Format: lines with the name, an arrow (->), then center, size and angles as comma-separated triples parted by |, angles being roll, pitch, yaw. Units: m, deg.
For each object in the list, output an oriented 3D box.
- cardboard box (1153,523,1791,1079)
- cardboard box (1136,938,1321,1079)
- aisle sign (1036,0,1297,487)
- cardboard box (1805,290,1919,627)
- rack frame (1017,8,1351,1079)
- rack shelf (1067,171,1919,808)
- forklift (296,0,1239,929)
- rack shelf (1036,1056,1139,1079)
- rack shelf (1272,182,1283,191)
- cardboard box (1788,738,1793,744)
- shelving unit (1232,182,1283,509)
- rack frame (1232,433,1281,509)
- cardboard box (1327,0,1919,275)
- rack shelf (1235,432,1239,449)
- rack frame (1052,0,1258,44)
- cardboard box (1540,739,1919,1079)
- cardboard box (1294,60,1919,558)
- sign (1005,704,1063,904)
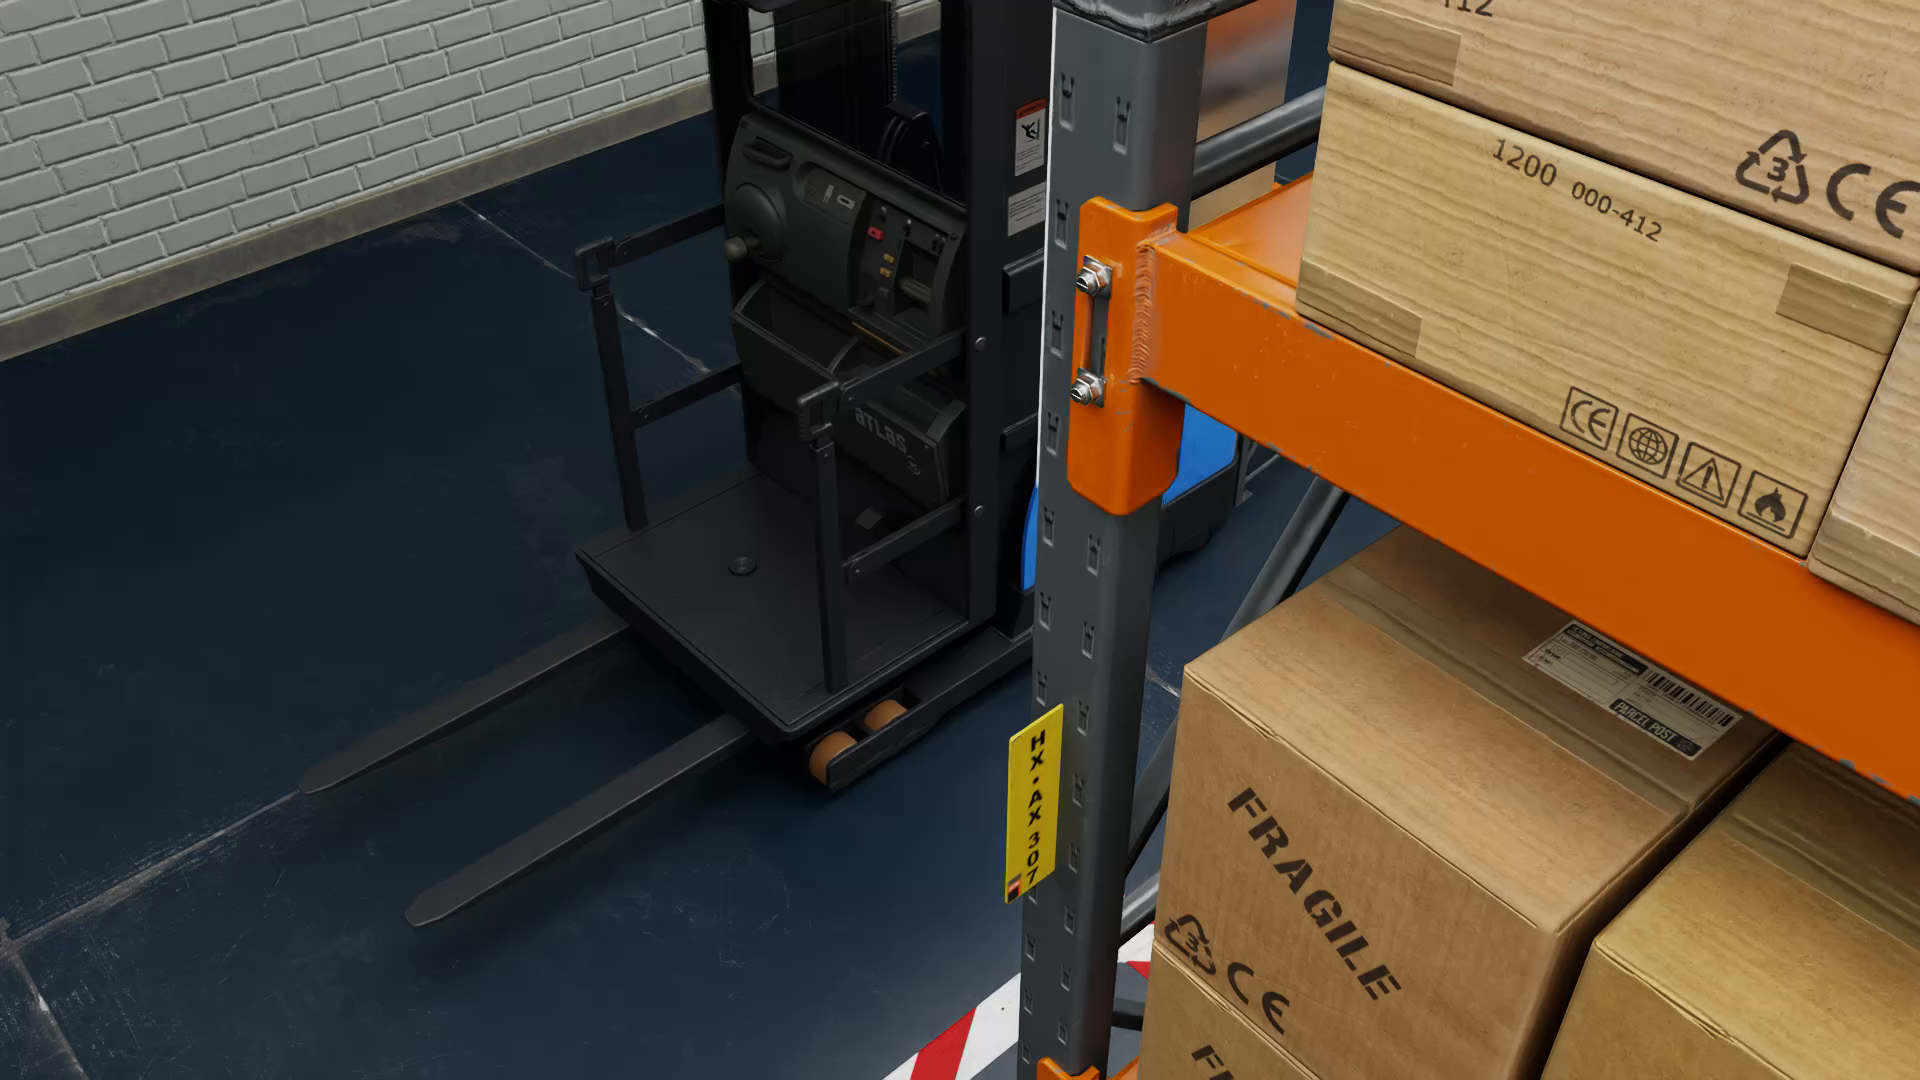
cardboard box -> 0.606, 0.353, 2.050 | 0.500, 0.500, 0.500 | -28, 47, -31
cardboard box -> 0.606, 0.742, 2.364 | 0.500, 0.500, 0.500 | -29, 47, -31
aisle sign -> 0.238, -0.454, 1.856 | 0.394, 0.787, 0.004 | -30, 48, -32
cardboard box -> 0.989, -0.062, 1.172 | 0.500, 0.250, 0.500 | -30, 48, -32
rack frame -> 0.500, 0.464, 2.788 | 1.000, 3.000, 0.127 | -30, 48, -32
rack shelf -> 1.853, 0.502, 0.926 | 1.077, 0.370, 4.000 | -30, 48, -32
forklift -> -0.485, -0.787, 4.392 | 3.031, 2.935, 1.130 | -30, 48, -32
rack shelf -> 1.853, 1.669, 1.868 | 1.077, 0.370, 4.000 | -30, 48, -32
rack shelf -> 0.760, -1.115, 5.770 | 1.000, 0.278, 0.538 | 30, 48, 32
cardboard box -> 1.004, 0.125, 2.333 | 0.500, 0.500, 0.500 | -30, 48, -32
shelving unit -> 0.760, -0.888, 5.954 | 1.048, 1.125, 0.538 | 30, 48, 32
rack frame -> 1.132, -0.670, 5.684 | 0.032, 1.125, 0.500 | 30, 48, 32
cardboard box -> 0.656, -0.491, 1.305 | 0.500, 0.250, 0.500 | -30, 48, -32
rack shelf -> 0.760, -0.698, 6.108 | 1.000, 0.278, 0.538 | 30, 48, 32
rack frame -> 0.500, -1.870, 0.904 | 1.000, 3.000, 0.127 | -30, 48, -32
cardboard box -> 0.965, 0.592, 1.754 | 0.500, 0.500, 0.500 | -29, 47, -31
cardboard box -> 0.661, -0.299, 1.465 | 0.500, 0.250, 0.500 | -30, 48, -32
sign -> 0.101, 0.358, 2.231 | 0.100, 0.325, 0.005 | -30, 48, -32
